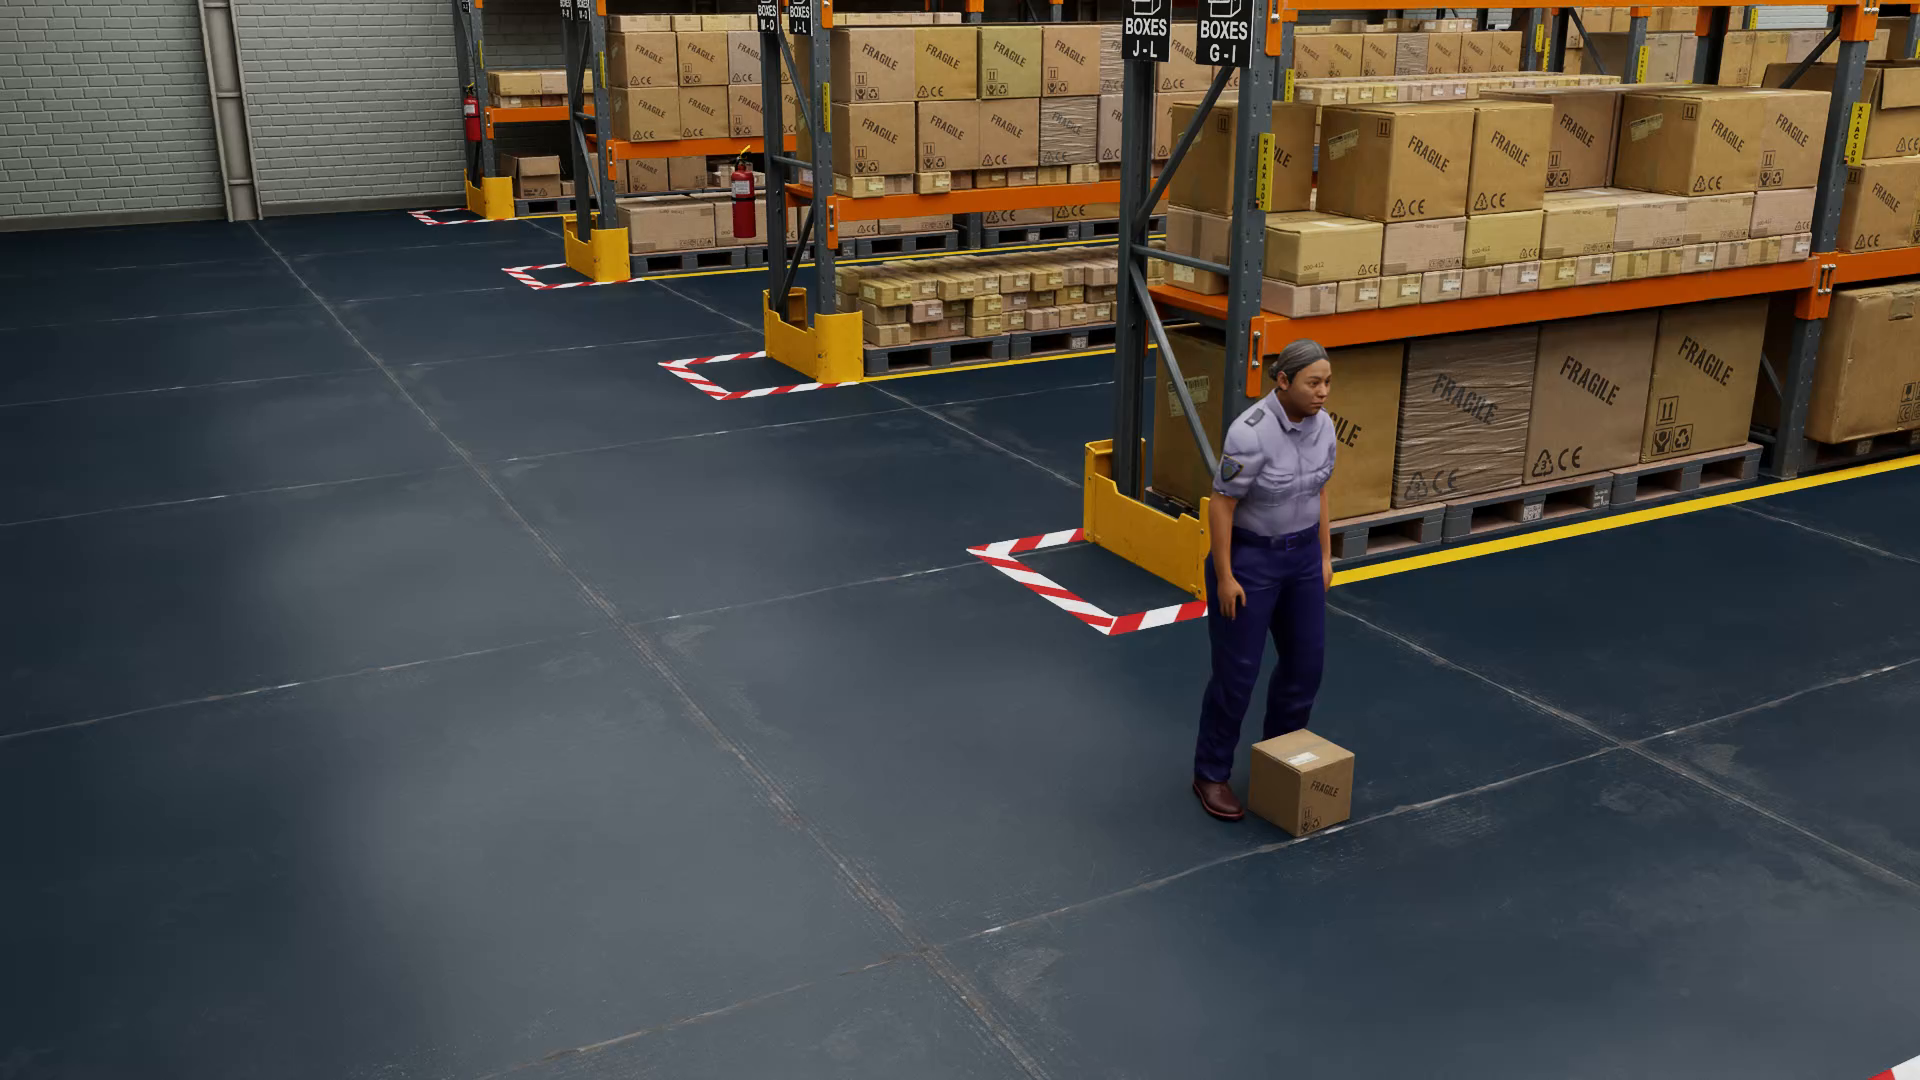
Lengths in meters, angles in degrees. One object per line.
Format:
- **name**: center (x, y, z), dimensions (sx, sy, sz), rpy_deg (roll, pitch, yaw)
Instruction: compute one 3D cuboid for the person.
- **person**: center (1.079, 0.124, 5.728), dimensions (0.562, 1.636, 0.426), rpy_deg (-11, 22, -30)
